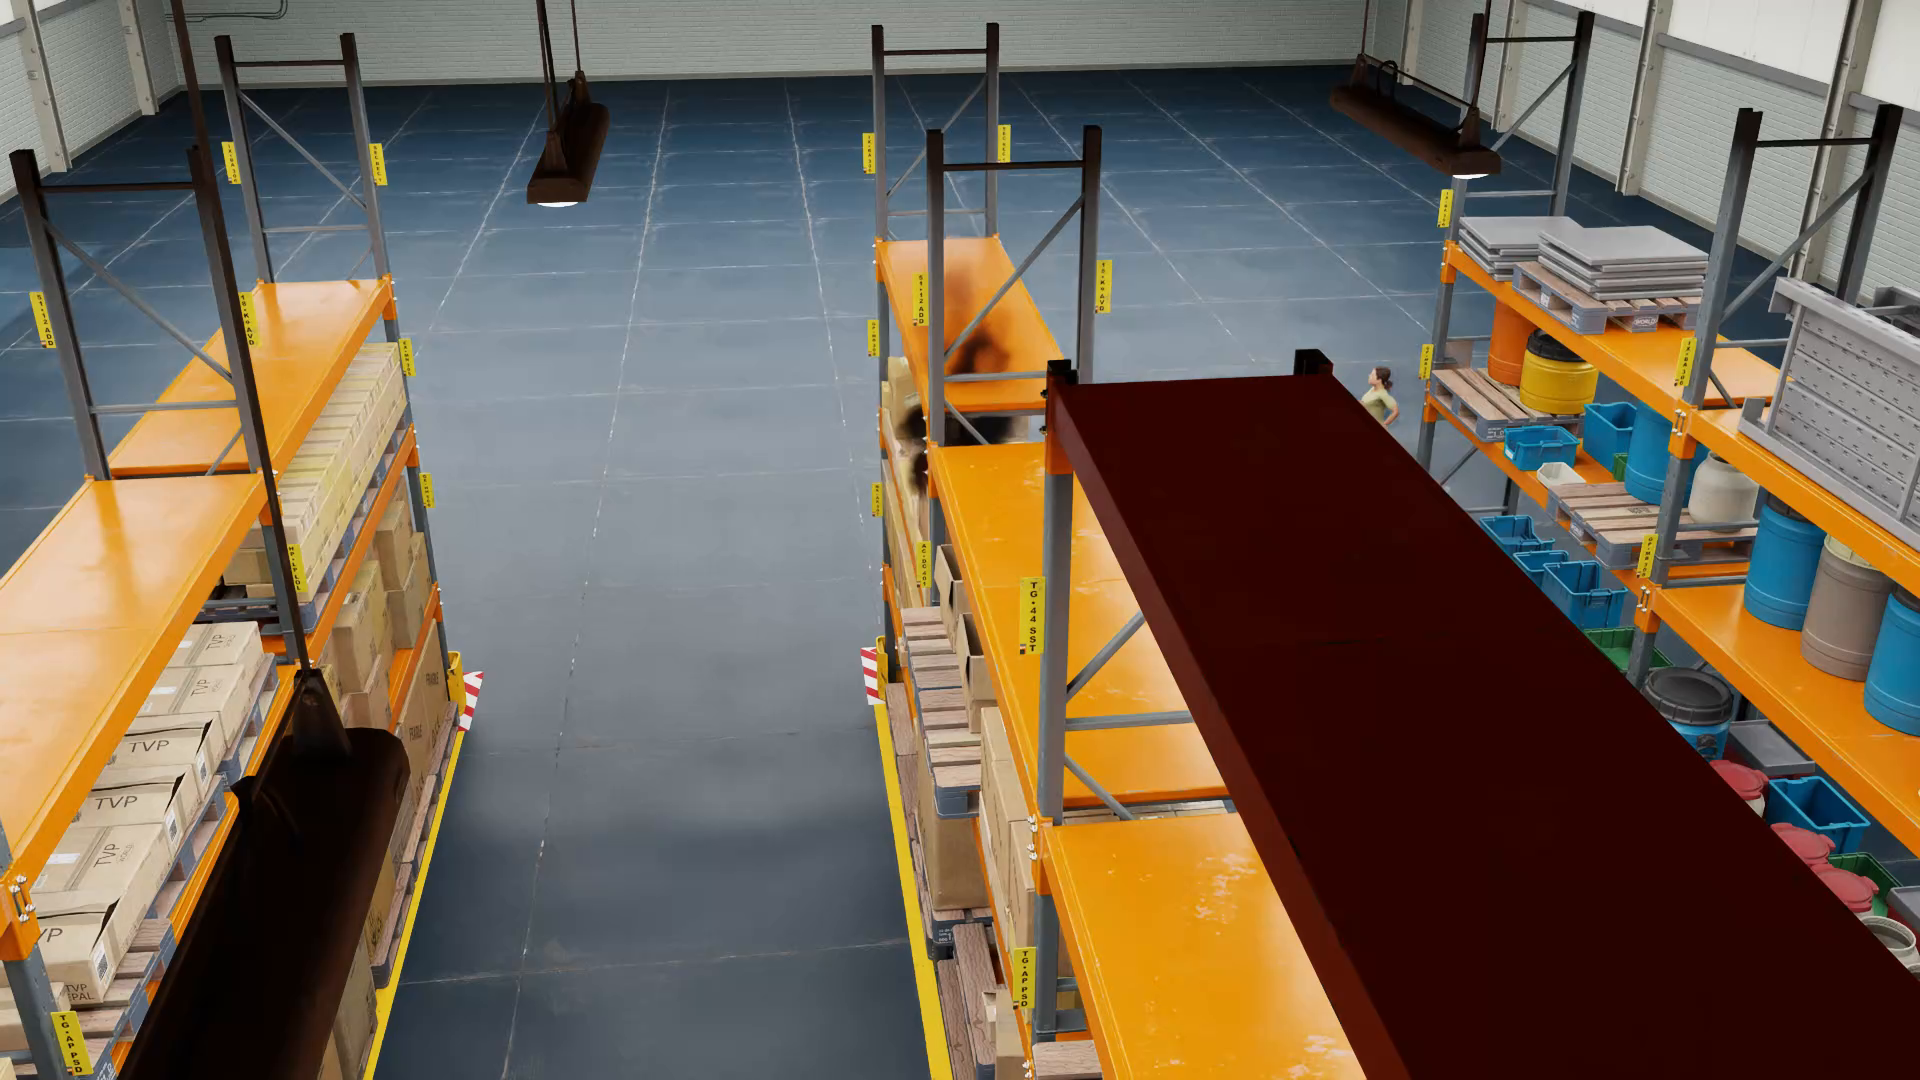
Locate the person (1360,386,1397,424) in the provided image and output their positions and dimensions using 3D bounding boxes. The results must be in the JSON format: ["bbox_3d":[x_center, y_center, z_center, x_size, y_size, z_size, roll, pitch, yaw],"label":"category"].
[{"bbox_3d":[4.721,-1.075,19.075,0.841,1.454,0.529,6,26,12],"label":"person"}]
